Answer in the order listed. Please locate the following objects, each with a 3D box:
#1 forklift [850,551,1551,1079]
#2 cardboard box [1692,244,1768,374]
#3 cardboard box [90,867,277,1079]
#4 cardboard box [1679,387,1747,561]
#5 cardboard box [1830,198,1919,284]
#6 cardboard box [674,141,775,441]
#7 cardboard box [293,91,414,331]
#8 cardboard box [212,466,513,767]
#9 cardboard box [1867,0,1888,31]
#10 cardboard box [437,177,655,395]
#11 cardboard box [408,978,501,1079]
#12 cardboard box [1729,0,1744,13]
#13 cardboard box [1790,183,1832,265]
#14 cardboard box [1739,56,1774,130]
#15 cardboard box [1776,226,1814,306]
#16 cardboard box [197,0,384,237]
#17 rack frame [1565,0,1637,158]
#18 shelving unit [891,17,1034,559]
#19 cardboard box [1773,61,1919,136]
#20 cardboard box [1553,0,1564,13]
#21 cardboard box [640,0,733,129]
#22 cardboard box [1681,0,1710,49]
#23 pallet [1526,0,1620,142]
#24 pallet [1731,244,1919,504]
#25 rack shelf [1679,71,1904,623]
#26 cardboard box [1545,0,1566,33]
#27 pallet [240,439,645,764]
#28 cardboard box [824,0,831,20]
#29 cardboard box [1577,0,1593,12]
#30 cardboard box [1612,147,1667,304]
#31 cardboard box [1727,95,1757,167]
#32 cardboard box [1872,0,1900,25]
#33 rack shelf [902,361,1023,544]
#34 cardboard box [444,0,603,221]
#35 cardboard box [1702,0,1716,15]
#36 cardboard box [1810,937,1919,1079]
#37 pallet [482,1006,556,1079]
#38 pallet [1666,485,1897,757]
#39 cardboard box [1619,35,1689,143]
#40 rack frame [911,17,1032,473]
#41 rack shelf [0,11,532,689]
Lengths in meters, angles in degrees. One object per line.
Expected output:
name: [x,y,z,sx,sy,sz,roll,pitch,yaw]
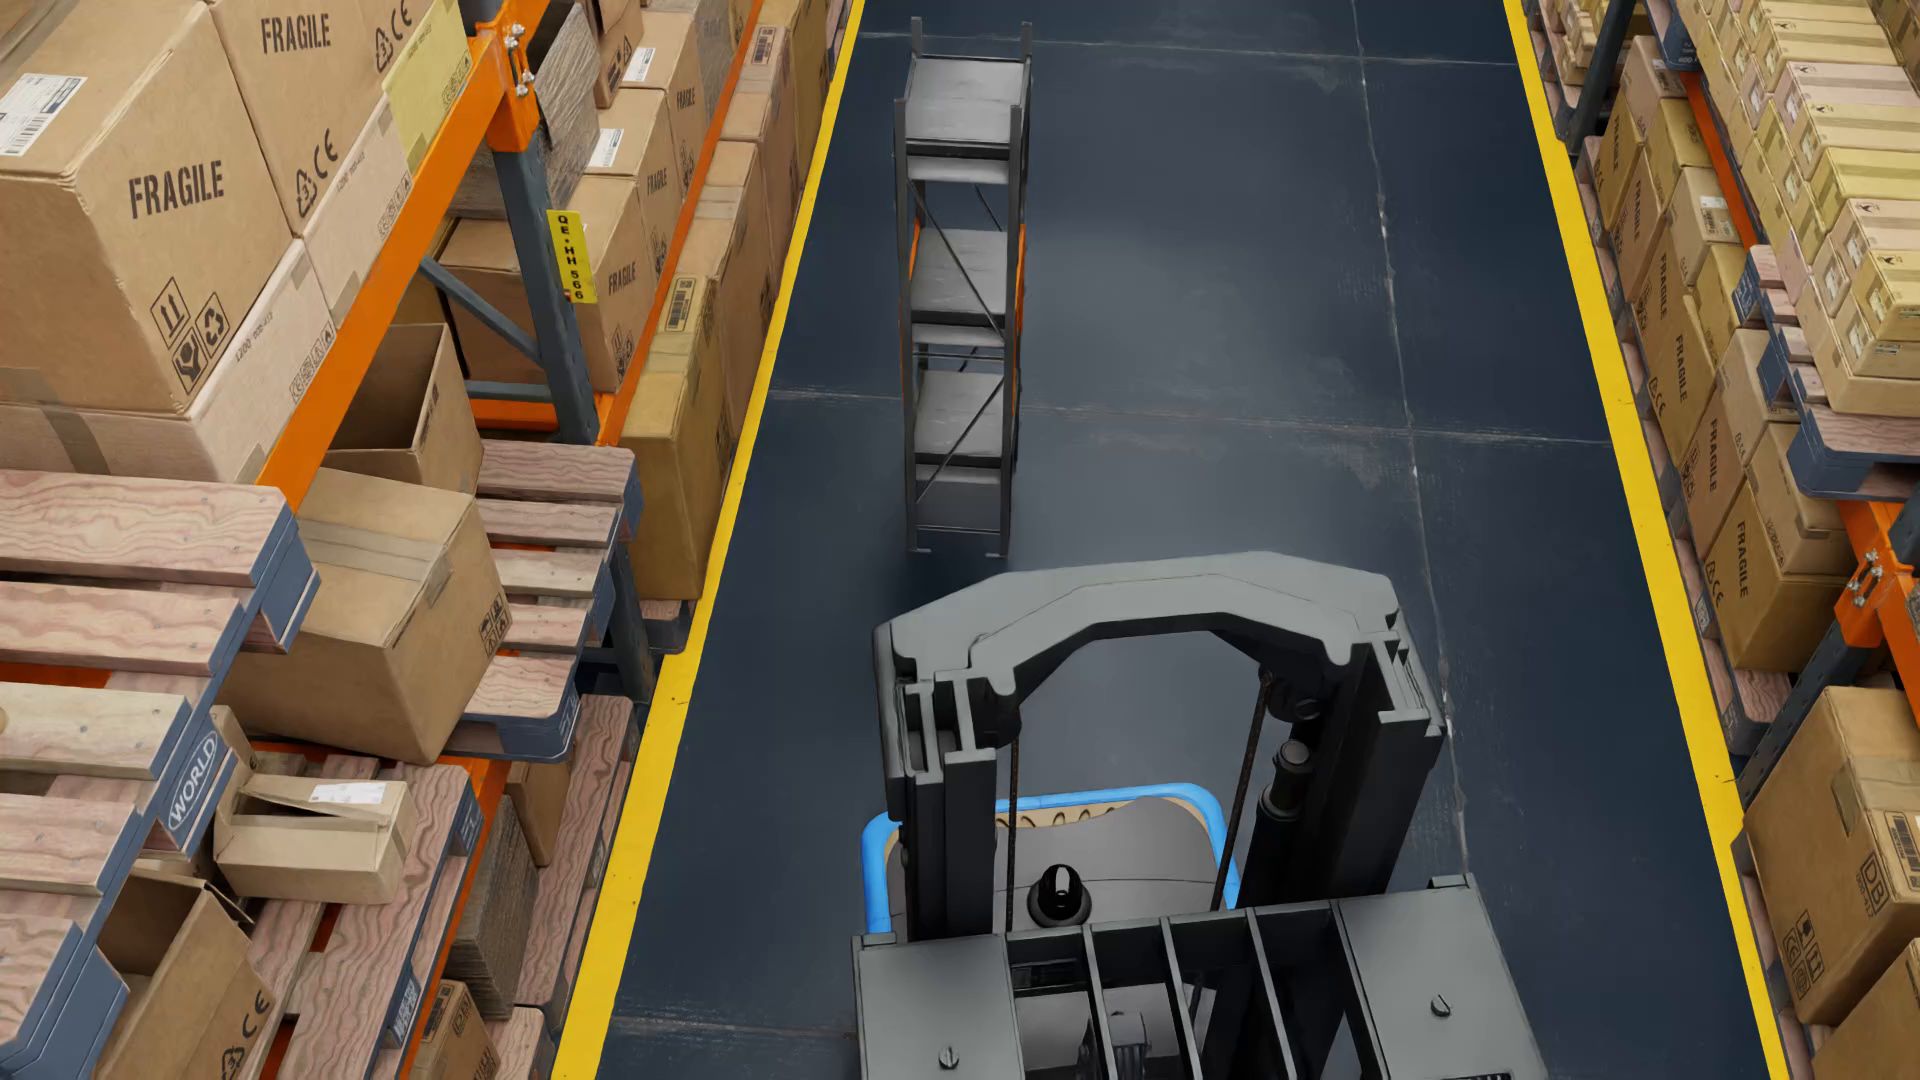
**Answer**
forklift: [0.388,1.537,3.384,1.130,2.935,3.031,-5,48,-4]
cardboard box: [3.178,-0.879,6.448,0.500,0.250,0.500,5,48,4]
cardboard box: [-1.949,1.011,3.463,0.797,0.503,0.637,8,48,8]
cardboard box: [3.130,-0.244,6.376,0.500,0.500,0.500,6,48,5]
cardboard box: [2.893,-0.897,5.046,0.380,0.149,0.250,3,48,3]
cardboard box: [-1.478,-1.056,6.864,1.225,0.875,0.875,4,48,4]
cardboard box: [-1.481,-0.702,3.454,0.500,0.250,0.500,4,48,3]
cardboard box: [-1.611,0.170,4.236,0.700,0.500,0.500,10,48,9]
cardboard box: [3.715,-1.992,6.450,0.380,0.149,0.250,2,48,2]
cardboard box: [-1.335,-0.844,5.447,0.500,0.500,0.500,5,48,5]
cardboard box: [-1.774,1.543,4.728,0.700,0.500,0.500,7,48,7]
cardboard box: [3.033,-2.052,6.102,0.380,0.149,0.250,5,48,5]
cardboard box: [2.915,-1.004,5.346,0.380,0.149,0.250,5,48,4]
cardboard box: [2.987,-1.562,5.856,0.380,0.149,0.250,5,48,5]
cardboard box: [2.914,-0.885,5.438,0.380,0.149,0.250,5,48,4]
cardboard box: [-1.481,-0.941,3.165,0.500,0.500,0.500,4,48,3]
rack frame: [3.644,-3.003,7.490,1.000,3.000,0.127,4,48,4]
shelving unit: [0.015,-0.830,6.112,0.431,2.100,0.503,4,48,4]
cardboard box: [2.965,-1.462,5.563,0.380,0.149,0.250,4,48,4]
cardboard box: [3.375,-2.933,8.872,0.380,0.149,0.250,2,48,2]
cardboard box: [-1.200,-1.967,6.474,0.500,0.500,0.500,4,48,4]
cardboard box: [3.057,-2.042,6.497,0.380,0.149,0.250,2,48,2]
pallet: [3.670,-2.558,8.972,1.003,0.211,1.213,4,48,4]
pallet: [3.238,-0.530,5.357,1.213,0.211,1.003,4,48,4]
rack shelf: [3.462,-1.290,6.411,1.077,0.370,4.000,4,48,4]
cardboard box: [3.407,-2.877,9.022,0.380,0.149,0.250,2,48,2]
pallet: [-1.609,0.124,4.759,1.213,0.211,1.003,4,48,4]
cardboard box: [-1.146,-3.315,8.930,0.875,0.875,0.875,4,48,4]
cardboard box: [3.401,-2.853,8.596,0.380,0.149,0.250,4,48,4]
cardboard box: [3.266,-1.387,7.421,0.500,0.500,0.500,6,48,5]
cardboard box: [2.989,-1.456,5.960,0.380,0.149,0.250,5,48,5]
cardboard box: [3.711,-2.086,6.335,0.380,0.149,0.250,2,48,2]
rack shelf: [0.015,-0.349,6.639,0.431,0.518,0.480,4,48,4]
cardboard box: [-1.568,-1.380,5.258,0.797,0.503,0.637,5,48,5]
cardboard box: [3.060,-2.132,6.377,0.380,0.149,0.250,6,48,5]
cardboard box: [3.058,1.638,4.485,1.050,0.750,0.750,5,48,4]
pallet: [-1.837,1.938,4.860,1.003,0.211,1.213,4,48,4]
pallet: [3.352,0.304,6.355,1.003,0.211,1.213,4,48,4]
cardboard box: [3.314,-2.029,7.500,0.500,0.250,0.500,2,48,2]
rack frame: [0.037,-1.010,6.276,0.400,2.100,0.015,4,48,4]
rack shelf: [-1.833,0.229,2.989,1.077,0.370,4.000,4,48,4]
